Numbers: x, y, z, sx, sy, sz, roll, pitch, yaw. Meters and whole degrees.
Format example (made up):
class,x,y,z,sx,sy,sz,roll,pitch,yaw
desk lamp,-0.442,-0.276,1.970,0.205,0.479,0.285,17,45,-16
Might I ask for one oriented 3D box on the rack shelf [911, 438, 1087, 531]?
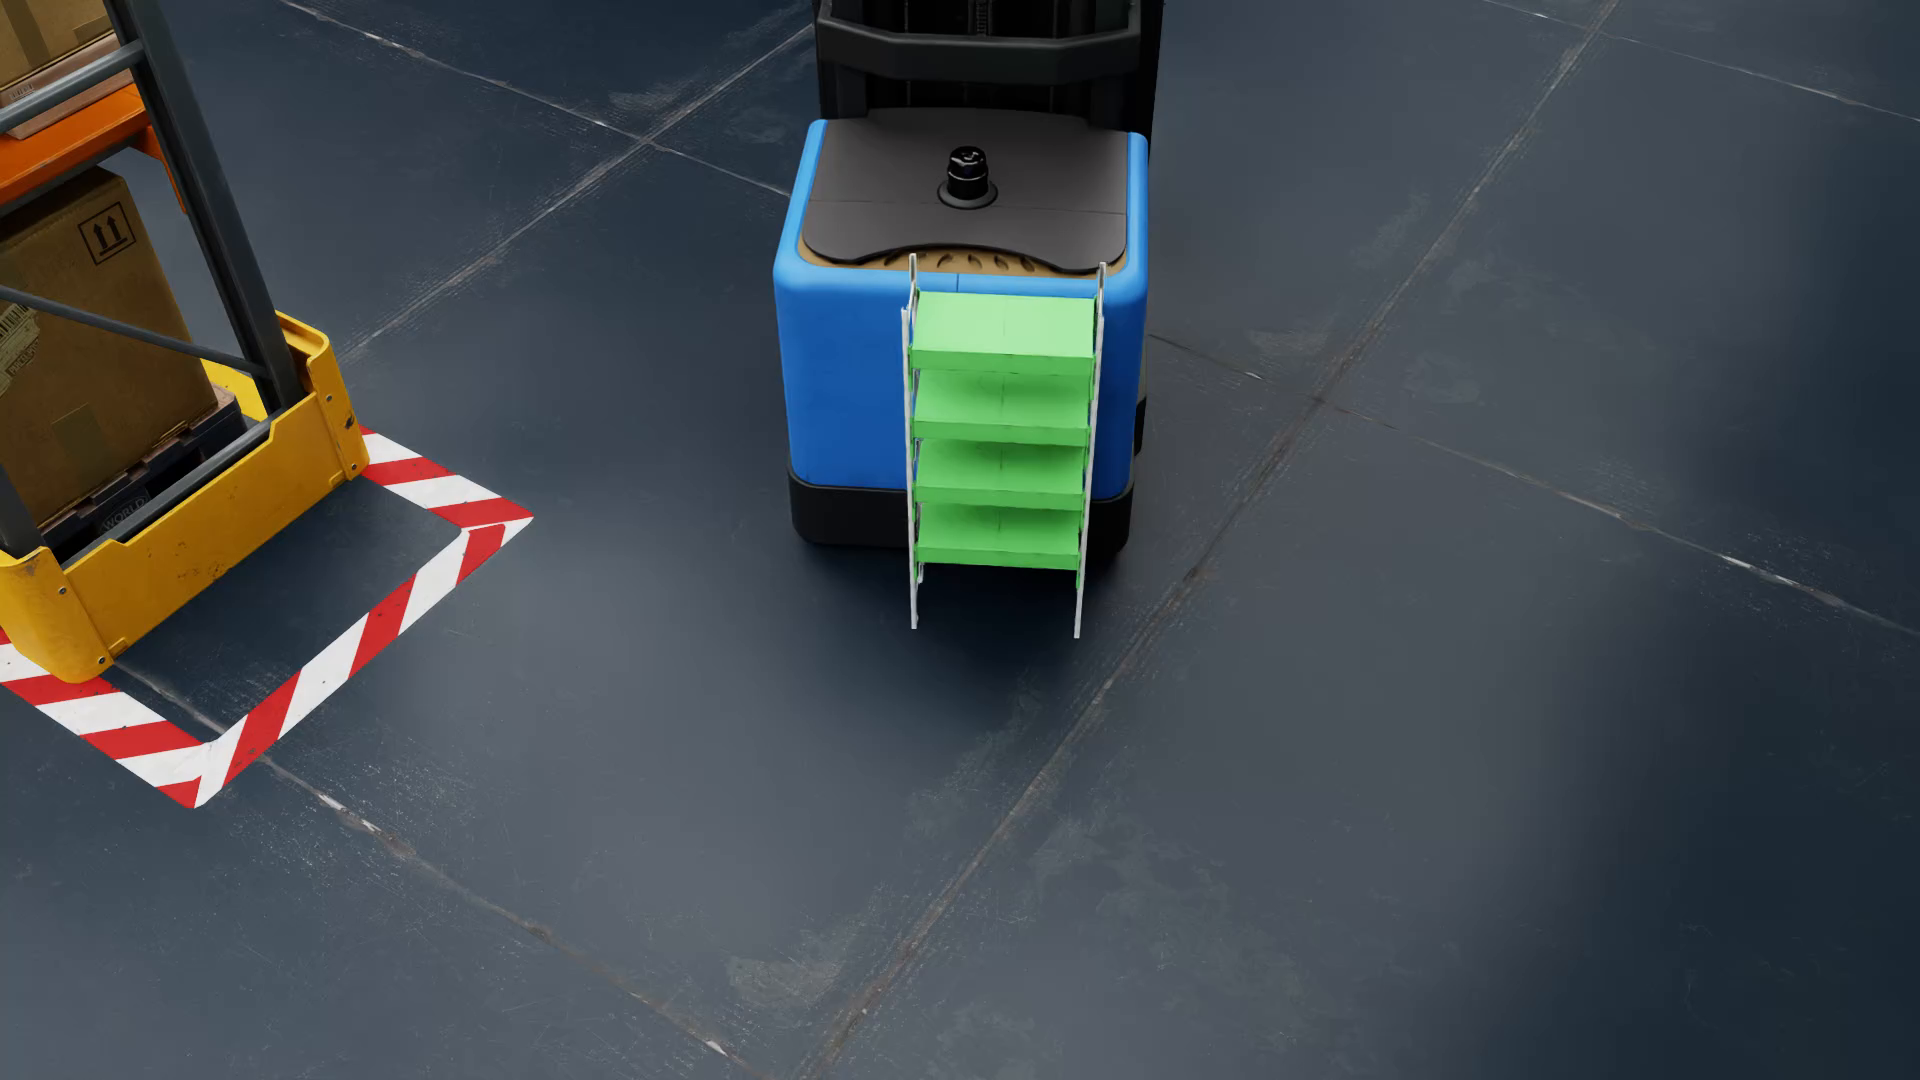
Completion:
class,x,y,z,sx,sy,sz,roll,pitch,yaw
rack shelf,0.114,-0.178,4.676,0.480,0.148,0.258,3,46,3

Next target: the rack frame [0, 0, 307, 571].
class,x,y,z,sx,sy,sz,roll,pitch,yaw
rack frame,-2.407,-1.037,4.166,0.127,3.000,1.000,25,51,22

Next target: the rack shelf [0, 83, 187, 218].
class,x,y,z,sx,sy,sz,roll,pitch,yaw
rack shelf,-4.091,-1.560,5.176,4.000,0.370,1.077,25,51,22

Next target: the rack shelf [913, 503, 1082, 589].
class,x,y,z,sx,sy,sz,roll,pitch,yaw
rack shelf,0.114,-0.011,4.848,0.480,0.148,0.258,3,46,3

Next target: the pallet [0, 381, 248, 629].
class,x,y,z,sx,sy,sz,roll,pitch,yaw
pallet,-3.123,-0.327,5.421,1.213,0.211,1.003,25,51,22

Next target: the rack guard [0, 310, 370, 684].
class,x,y,z,sx,sy,sz,roll,pitch,yaw
rack guard,-2.387,-0.156,5.053,0.348,0.500,1.175,25,51,22

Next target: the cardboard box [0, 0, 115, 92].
class,x,y,z,sx,sy,sz,roll,pitch,yaw
cardboard box,-2.666,-1.437,4.452,0.500,0.250,0.500,23,50,21

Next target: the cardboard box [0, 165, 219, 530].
class,x,y,z,sx,sy,sz,roll,pitch,yaw
cardboard box,-2.989,-0.642,4.971,0.875,0.875,0.875,25,51,22

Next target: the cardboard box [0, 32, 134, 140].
class,x,y,z,sx,sy,sz,roll,pitch,yaw
cardboard box,-2.528,-1.286,4.583,0.250,0.149,0.380,25,51,23

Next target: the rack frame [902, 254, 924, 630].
class,x,y,z,sx,sy,sz,roll,pitch,yaw
rack frame,-0.129,-0.235,4.642,0.015,1.200,0.240,3,46,3

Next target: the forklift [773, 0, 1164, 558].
class,x,y,z,sx,sy,sz,roll,pitch,yaw
forklift,0.106,-2.021,5.170,1.130,2.935,3.031,3,46,3

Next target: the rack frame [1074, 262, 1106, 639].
class,x,y,z,sx,sy,sz,roll,pitch,yaw
rack frame,0.358,-0.210,4.617,0.015,1.200,0.240,3,46,3

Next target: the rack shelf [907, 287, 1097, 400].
class,x,y,z,sx,sy,sz,roll,pitch,yaw
rack shelf,0.114,-0.513,4.331,0.480,0.148,0.258,3,46,3

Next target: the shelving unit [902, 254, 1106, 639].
class,x,y,z,sx,sy,sz,roll,pitch,yaw
shelving unit,0.114,-0.223,4.630,0.503,1.200,0.258,3,46,3

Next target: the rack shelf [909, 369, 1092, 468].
class,x,y,z,sx,sy,sz,roll,pitch,yaw
rack shelf,0.114,-0.345,4.504,0.480,0.148,0.258,3,46,3
